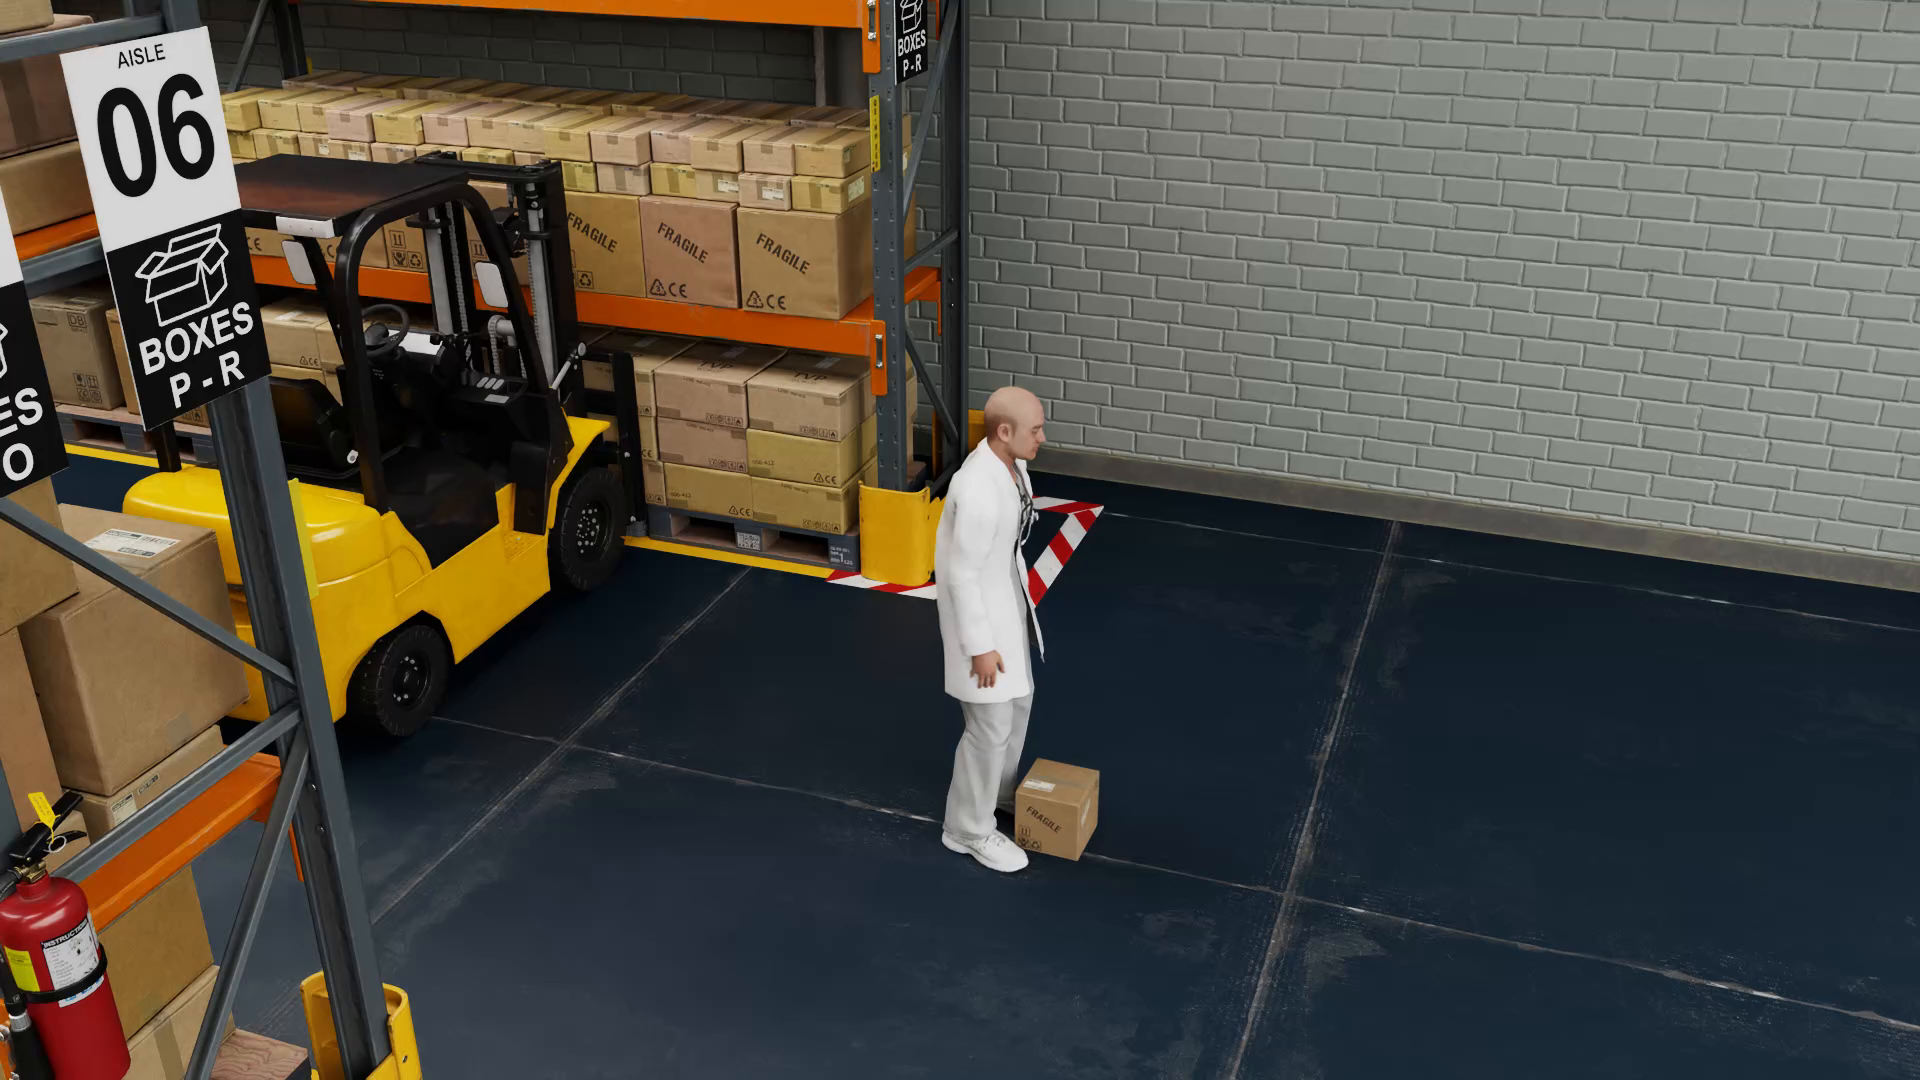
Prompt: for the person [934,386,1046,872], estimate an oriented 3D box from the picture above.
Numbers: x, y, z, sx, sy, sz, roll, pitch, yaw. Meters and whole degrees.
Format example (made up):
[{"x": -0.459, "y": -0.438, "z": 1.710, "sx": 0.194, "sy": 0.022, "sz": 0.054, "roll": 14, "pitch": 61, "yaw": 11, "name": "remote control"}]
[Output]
[{"x": 0.130, "y": 0.289, "z": 6.020, "sx": 0.429, "sy": 1.772, "sz": 0.645, "roll": 7, "pitch": 26, "yaw": 15, "name": "person"}]
